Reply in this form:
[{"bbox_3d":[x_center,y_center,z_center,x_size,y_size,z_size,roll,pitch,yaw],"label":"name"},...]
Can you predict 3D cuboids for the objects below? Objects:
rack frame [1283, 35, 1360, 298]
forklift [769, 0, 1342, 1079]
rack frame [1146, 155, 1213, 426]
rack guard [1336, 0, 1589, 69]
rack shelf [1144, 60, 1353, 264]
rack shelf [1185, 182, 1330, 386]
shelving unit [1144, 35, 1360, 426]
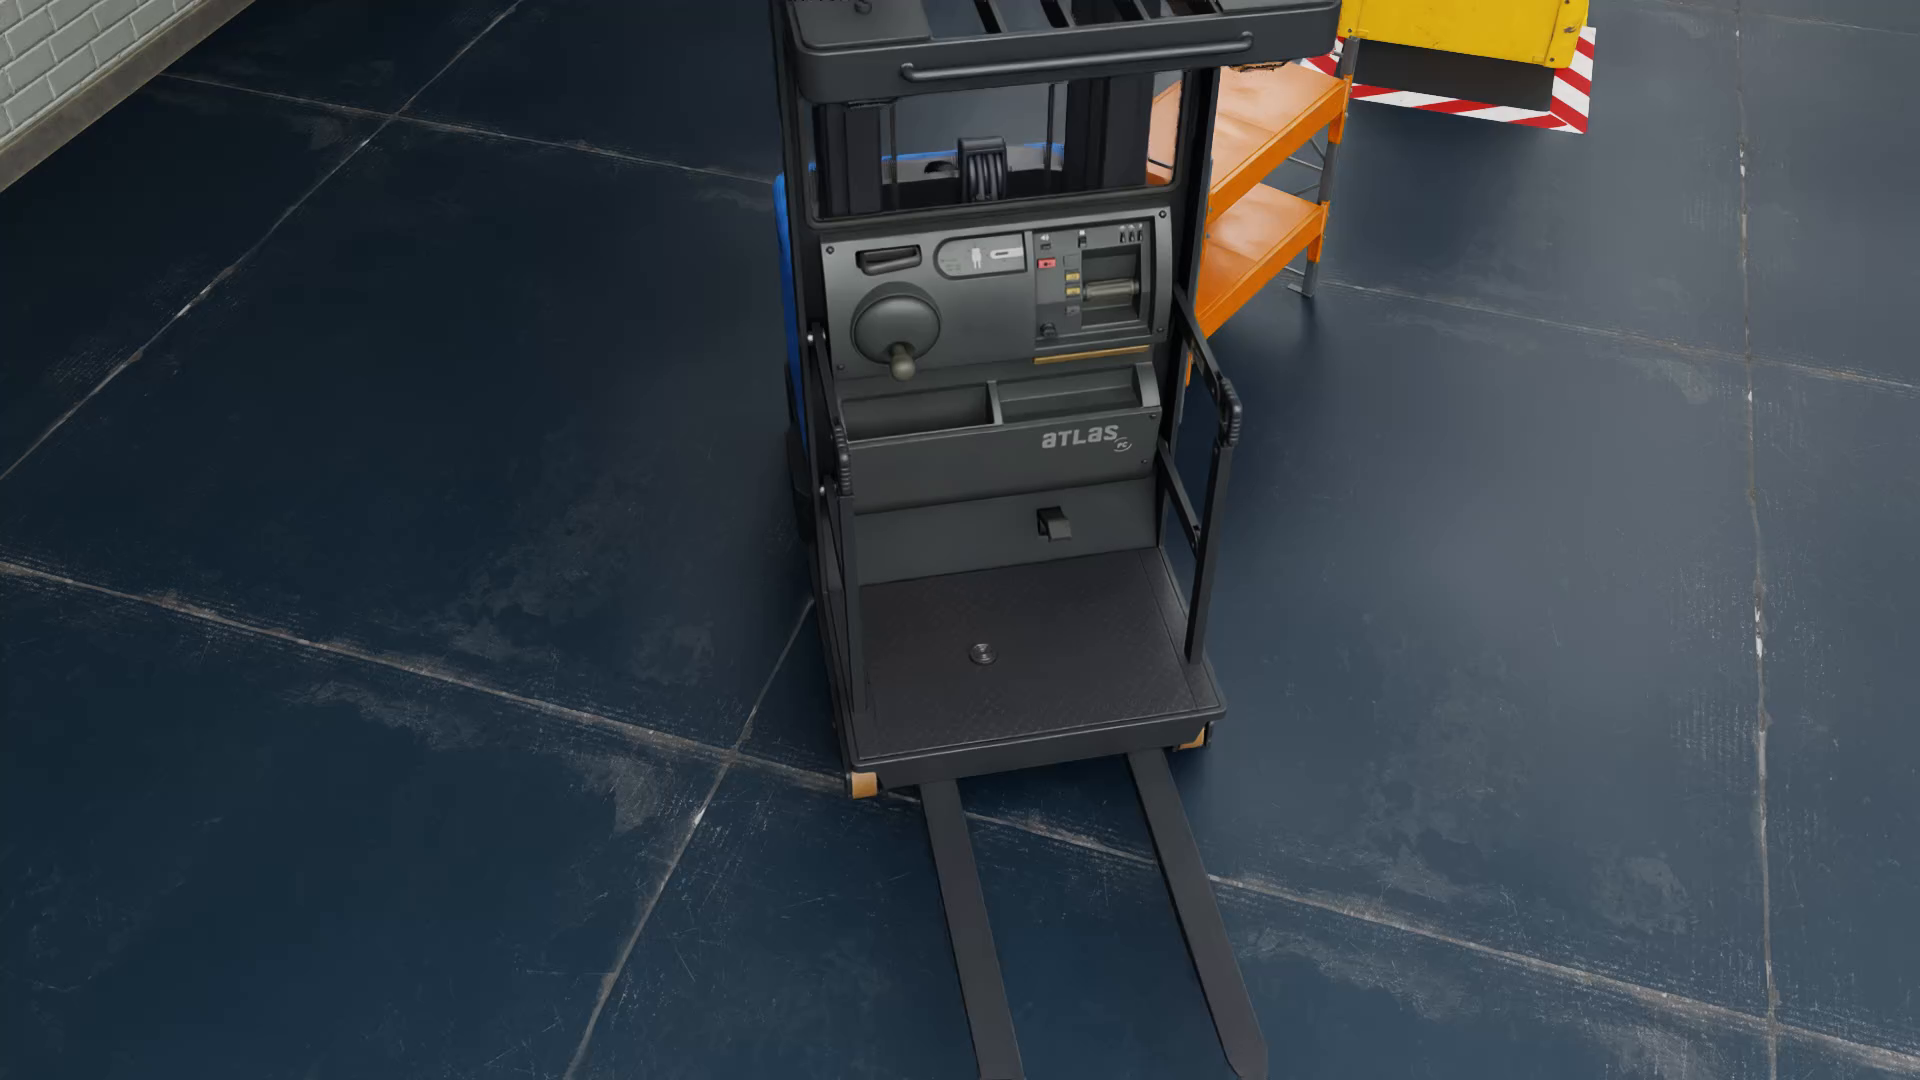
[{"bbox_3d":[1.235,-1.502,6.480,0.500,1.125,0.032,28,51,26],"label":"rack frame"},{"bbox_3d":[0.146,-0.563,4.230,1.130,2.935,3.031,-8,45,-8],"label":"forklift"},{"bbox_3d":[0.617,-0.937,5.903,0.500,1.125,0.032,28,51,26],"label":"rack frame"},{"bbox_3d":[2.461,-2.700,8.152,1.175,0.500,0.348,13,46,13],"label":"rack guard"},{"bbox_3d":[0.926,-1.428,5.987,0.538,0.278,1.000,28,51,26],"label":"rack shelf"},{"bbox_3d":[0.926,-1.045,6.363,0.538,0.278,1.000,28,51,26],"label":"rack shelf"},{"bbox_3d":[0.926,-1.219,6.192,0.538,1.125,1.048,28,51,26],"label":"shelving unit"}]
